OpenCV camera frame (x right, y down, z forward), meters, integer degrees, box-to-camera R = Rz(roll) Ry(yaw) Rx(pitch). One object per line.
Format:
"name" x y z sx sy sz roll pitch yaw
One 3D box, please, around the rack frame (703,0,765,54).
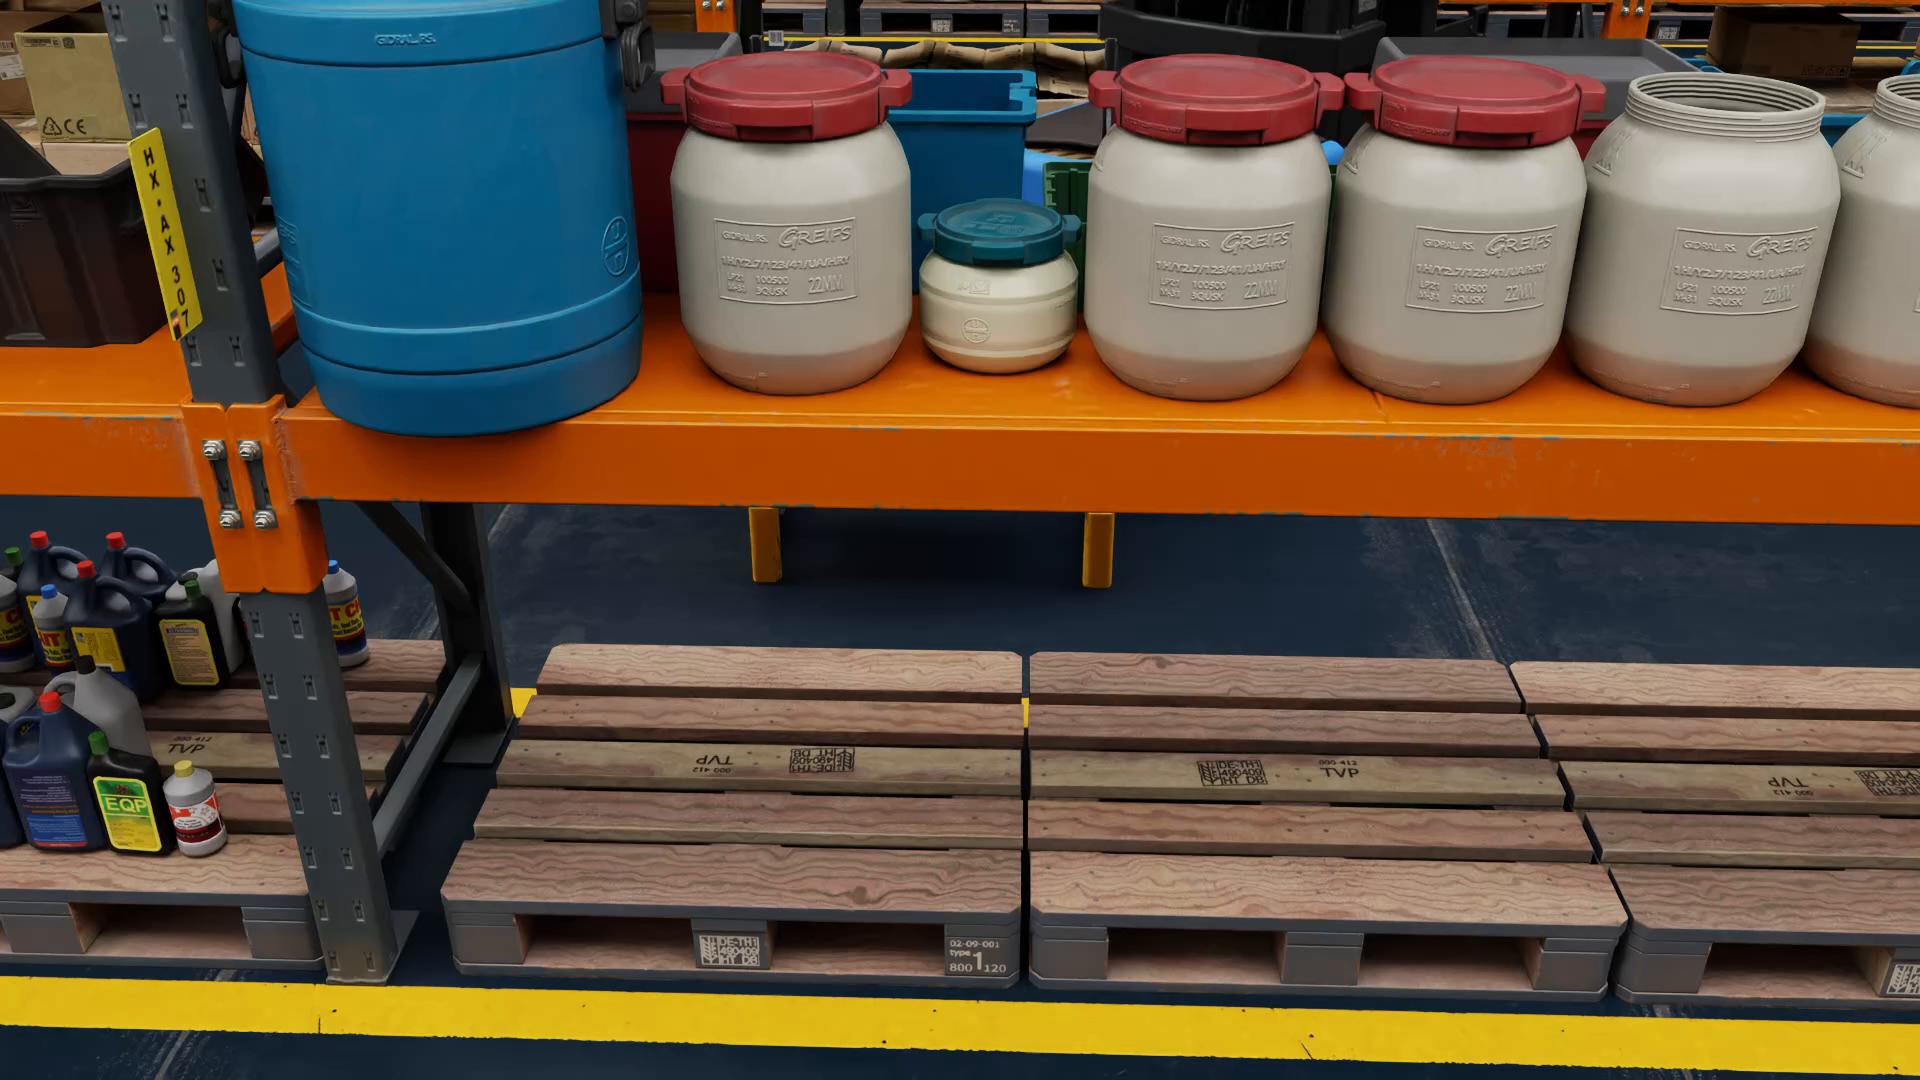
"rack frame" -1.067 -2.943 7.598 0.127 3.000 1.000 1 28 2

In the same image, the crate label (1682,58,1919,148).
"crate label" 1.768 -0.717 3.361 0.616 0.435 0.502 1 28 2

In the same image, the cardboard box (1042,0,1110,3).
"cardboard box" 0.866 -4.334 12.423 0.500 0.500 0.700 1 28 2

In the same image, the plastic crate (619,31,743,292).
"plastic crate" -0.751 -0.788 3.465 0.583 0.464 0.402 1 28 2

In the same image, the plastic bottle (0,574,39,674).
"plastic bottle" -2.375 0.191 4.130 0.097 0.271 0.097 0 28 0

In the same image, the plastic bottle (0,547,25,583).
"plastic bottle" -2.390 0.149 4.197 0.133 0.283 0.061 2 28 4

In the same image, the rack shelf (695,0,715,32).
"rack shelf" -3.066 -2.658 7.829 4.000 0.370 1.077 1 28 2

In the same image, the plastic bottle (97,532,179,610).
"plastic bottle" -2.038 0.144 4.134 0.185 0.351 0.144 2 28 3

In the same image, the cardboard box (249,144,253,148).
"cardboard box" -3.537 -1.851 8.027 0.500 0.250 0.500 1 28 2

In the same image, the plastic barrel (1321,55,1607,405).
"plastic barrel" 0.868 -0.546 2.933 0.433 0.535 0.433 0 28 0

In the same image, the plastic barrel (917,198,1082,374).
"plastic barrel" 0.071 -0.469 3.080 0.301 0.262 0.301 0 28 0

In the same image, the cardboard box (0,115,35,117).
"cardboard box" -4.519 -2.109 8.513 0.500 0.250 0.500 1 28 2

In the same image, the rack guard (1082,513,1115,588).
"rack guard" 0.422 -0.103 5.178 0.087 0.250 0.587 1 28 2

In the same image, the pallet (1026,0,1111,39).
"pallet" 1.104 -3.998 12.567 1.213 0.211 1.003 1 28 2

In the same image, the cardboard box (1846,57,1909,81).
"cardboard box" 4.390 -2.052 8.118 0.500 0.500 0.500 0 28 0

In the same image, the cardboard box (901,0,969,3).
"cardboard box" -0.160 -4.347 12.447 0.500 0.500 0.700 2 28 4

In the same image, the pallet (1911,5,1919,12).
"pallet" 7.856 -3.848 12.283 1.213 0.211 1.003 1 28 2

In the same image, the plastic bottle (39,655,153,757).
"plastic bottle" -1.895 0.409 3.635 0.185 0.351 0.144 1 28 2

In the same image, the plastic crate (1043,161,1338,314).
"plastic crate" 0.504 -0.634 3.469 0.662 0.188 0.450 1 28 2

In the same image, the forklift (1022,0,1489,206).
"forklift" 1.305 -2.046 5.980 1.130 2.935 3.031 21 34 34

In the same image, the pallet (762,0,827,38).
"pallet" -1.569 -4.024 12.615 1.213 0.211 1.003 1 28 2

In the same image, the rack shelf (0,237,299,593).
"rack shelf" -3.245 -0.339 3.455 4.000 0.370 1.077 1 28 2

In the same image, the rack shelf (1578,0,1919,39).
"rack shelf" 4.929 -2.526 7.580 4.000 0.370 1.077 1 28 2

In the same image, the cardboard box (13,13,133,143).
"cardboard box" -4.037 -2.190 7.866 0.500 0.500 0.500 1 28 2

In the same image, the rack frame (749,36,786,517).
"rack frame" -0.593 -0.672 4.917 0.032 1.500 0.500 1 28 2

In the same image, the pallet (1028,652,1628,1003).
"pallet" 0.763 0.622 3.852 1.213 0.211 1.003 1 28 2

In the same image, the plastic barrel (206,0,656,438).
"plastic barrel" -0.871 -0.697 2.828 0.708 0.901 0.600 1 28 2

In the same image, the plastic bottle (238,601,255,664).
"plastic bottle" -1.752 0.204 4.180 0.097 0.201 0.097 0 28 0

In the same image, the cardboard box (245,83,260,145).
"cardboard box" -3.038 -2.172 7.831 0.500 0.500 0.500 1 28 2

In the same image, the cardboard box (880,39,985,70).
"cardboard box" -0.132 -2.283 8.242 0.500 0.311 0.500 2 28 3

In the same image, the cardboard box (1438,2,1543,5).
"cardboard box" 3.831 -4.357 12.114 0.750 0.750 0.750 1 28 1

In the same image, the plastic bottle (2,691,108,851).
"plastic bottle" -1.900 0.476 3.508 0.185 0.351 0.144 0 28 0

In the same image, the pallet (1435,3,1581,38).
"pallet" 3.886 -3.915 12.410 1.213 0.211 1.003 1 28 2

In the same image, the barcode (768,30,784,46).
"barcode" -0.827 -2.258 7.480 0.075 0.075 0.001 1 28 2

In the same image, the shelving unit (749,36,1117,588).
"shelving unit" -0.076 -0.664 4.901 1.083 1.500 0.587 1 28 2

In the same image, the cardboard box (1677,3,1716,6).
"cardboard box" 5.556 -4.328 12.059 0.750 0.750 0.750 2 28 3

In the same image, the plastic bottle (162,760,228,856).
"plastic bottle" -1.620 0.558 3.513 0.097 0.201 0.097 0 28 0

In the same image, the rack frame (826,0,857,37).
"rack frame" -0.896 -5.261 11.972 0.127 3.000 1.000 1 28 2

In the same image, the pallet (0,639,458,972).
"pallet" -1.916 0.577 3.935 1.213 0.211 1.003 1 28 2

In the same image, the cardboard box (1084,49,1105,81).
"cardboard box" 0.868 -2.263 8.206 0.500 0.311 0.500 1 28 1

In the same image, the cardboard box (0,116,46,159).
"cardboard box" -4.537 -1.866 8.055 0.500 0.250 0.500 1 28 2

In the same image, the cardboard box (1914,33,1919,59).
"cardboard box" 4.952 -2.378 7.932 0.500 0.250 0.500 0 28 1

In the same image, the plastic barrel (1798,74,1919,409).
"plastic barrel" 1.716 -0.524 2.917 0.421 0.512 0.421 0 28 0

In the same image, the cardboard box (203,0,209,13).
"cardboard box" -3.519 -2.431 8.321 0.500 0.500 0.500 1 28 2

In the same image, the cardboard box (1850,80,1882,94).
"cardboard box" 4.399 -1.808 7.658 0.500 0.500 0.500 1 28 1

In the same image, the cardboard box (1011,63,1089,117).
"cardboard box" 0.354 -2.019 7.744 0.500 0.311 0.500 0 28 0

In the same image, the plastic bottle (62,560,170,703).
"plastic bottle" -2.043 0.212 4.006 0.185 0.351 0.144 1 28 2
